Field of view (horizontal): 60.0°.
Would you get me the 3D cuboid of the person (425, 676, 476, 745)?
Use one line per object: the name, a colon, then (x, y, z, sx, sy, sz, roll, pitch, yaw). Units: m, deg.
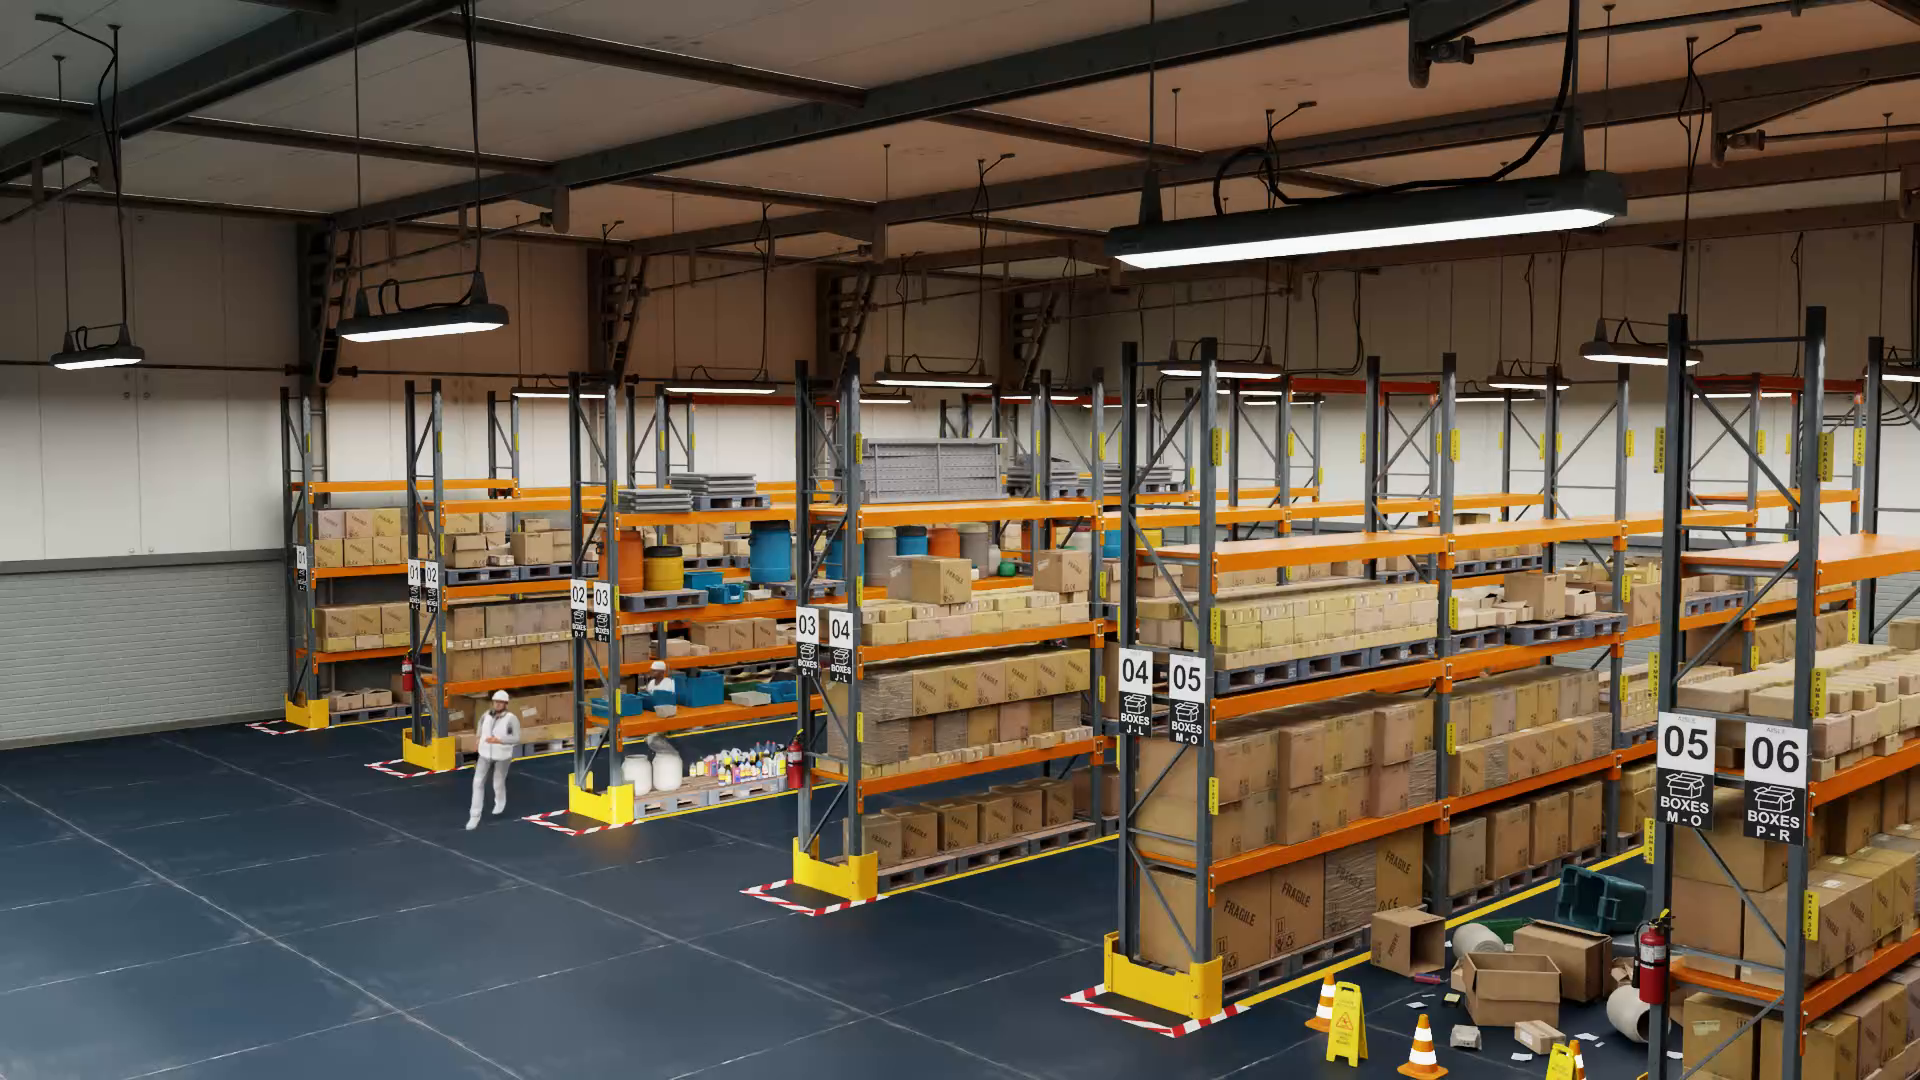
person: (-8.545, 2.502, 27.688, 0.672, 1.755, 0.912, 3, 5, 36)

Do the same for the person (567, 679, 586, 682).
person: (-6.853, 2.391, 29.985, 0.593, 1.722, 0.837, 2, 4, 34)

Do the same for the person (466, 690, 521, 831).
person: (-6.126, 2.874, 22.047, 0.665, 1.787, 0.907, 0, 4, 2)

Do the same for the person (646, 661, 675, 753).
person: (-4.527, 2.685, 25.052, 0.757, 1.737, 0.674, -3, 5, -42)

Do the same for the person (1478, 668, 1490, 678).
person: (7.930, 2.765, 25.140, 0.607, 1.636, 0.841, 3, 5, 39)
